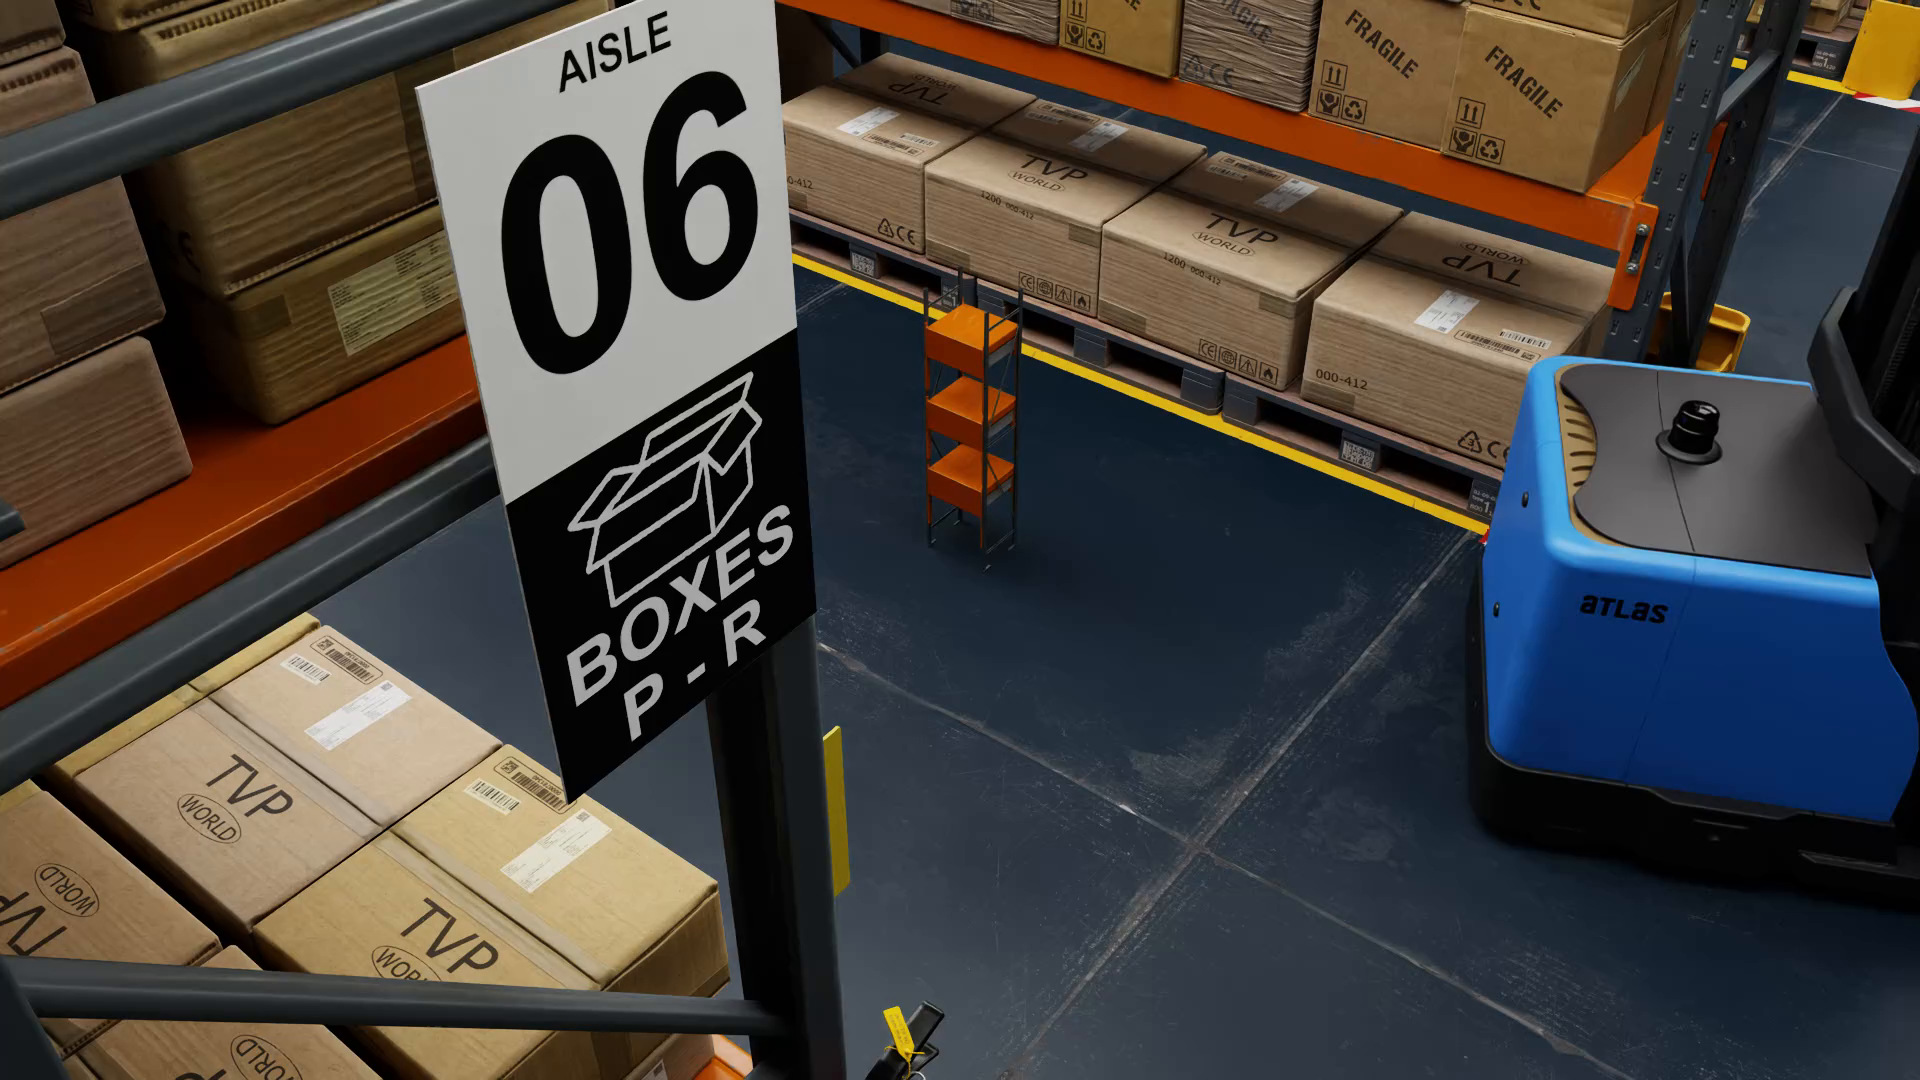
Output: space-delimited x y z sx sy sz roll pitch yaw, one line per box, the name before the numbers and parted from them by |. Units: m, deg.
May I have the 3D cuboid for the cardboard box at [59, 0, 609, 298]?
cardboard box | -0.712 -0.526 1.690 0.500 0.250 0.500 25 44 28

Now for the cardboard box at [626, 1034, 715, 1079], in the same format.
cardboard box | -0.620 0.855 2.683 0.250 0.149 0.380 25 44 28

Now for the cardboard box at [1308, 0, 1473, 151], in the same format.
cardboard box | 1.554 -1.704 5.667 0.500 0.500 0.500 24 44 28

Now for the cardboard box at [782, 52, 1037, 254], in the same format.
cardboard box | -0.256 -1.785 7.589 0.875 0.438 0.875 25 44 28

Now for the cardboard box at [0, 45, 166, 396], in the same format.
cardboard box | -1.044 -0.259 1.349 0.500 0.250 0.500 24 44 28

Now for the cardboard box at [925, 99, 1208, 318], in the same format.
cardboard box | 0.455 -1.451 7.161 0.875 0.438 0.875 24 44 27

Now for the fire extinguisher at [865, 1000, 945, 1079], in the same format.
fire extinguisher | -0.128 1.019 2.634 0.183 0.674 0.296 25 45 29

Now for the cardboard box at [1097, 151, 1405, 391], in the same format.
cardboard box | 1.170 -1.112 6.729 0.875 0.438 0.875 27 45 30

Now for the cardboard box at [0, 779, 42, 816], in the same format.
cardboard box | -1.851 0.531 2.772 0.500 0.250 0.500 27 45 30

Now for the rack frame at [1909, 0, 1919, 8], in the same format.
rack frame | 5.414 -3.880 8.527 0.127 3.000 1.000 25 45 29

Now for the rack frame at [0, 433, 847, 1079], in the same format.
rack frame | -0.525 1.013 2.277 0.127 3.000 1.000 25 45 29

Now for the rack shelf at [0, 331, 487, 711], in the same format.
rack shelf | -2.114 -0.634 2.530 4.000 0.370 1.077 25 45 29

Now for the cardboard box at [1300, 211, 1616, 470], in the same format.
cardboard box | 1.902 -0.773 6.296 0.875 0.438 0.875 24 44 27

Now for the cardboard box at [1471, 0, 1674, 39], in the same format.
cardboard box | 1.960 -1.916 5.125 0.500 0.500 0.500 27 45 30

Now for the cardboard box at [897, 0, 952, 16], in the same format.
cardboard box | -0.079 -2.462 6.634 0.500 0.500 0.500 26 45 29

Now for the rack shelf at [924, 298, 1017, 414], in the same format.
rack shelf | 0.042 -0.608 5.486 0.240 0.259 0.215 25 45 29

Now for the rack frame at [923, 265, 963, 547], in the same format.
rack frame | -0.054 -0.439 5.713 0.008 1.050 0.200 25 45 29

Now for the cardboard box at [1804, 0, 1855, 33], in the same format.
cardboard box | 4.870 -3.018 9.398 0.250 0.149 0.380 26 45 29

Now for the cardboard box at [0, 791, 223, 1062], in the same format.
cardboard box | -1.461 0.719 2.533 0.500 0.250 0.500 25 45 29

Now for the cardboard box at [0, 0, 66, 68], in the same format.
cardboard box | -1.048 -0.452 1.190 0.500 0.250 0.500 24 44 27

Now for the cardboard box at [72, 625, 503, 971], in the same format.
cardboard box | -1.123 0.465 2.858 0.500 0.250 0.500 26 45 29

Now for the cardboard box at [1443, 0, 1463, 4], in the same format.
cardboard box | 1.527 -2.097 5.357 0.500 0.500 0.500 25 45 29

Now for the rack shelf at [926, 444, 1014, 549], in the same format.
rack shelf | 0.043 -0.166 5.833 0.240 0.259 0.215 25 45 29

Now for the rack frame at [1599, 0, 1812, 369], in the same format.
rack frame | 2.487 -1.419 5.383 0.127 3.000 1.000 25 45 29

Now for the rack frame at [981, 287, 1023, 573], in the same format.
rack frame | 0.139 -0.348 5.596 0.008 1.050 0.200 25 45 29

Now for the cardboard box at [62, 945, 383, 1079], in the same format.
cardboard box | -1.052 0.913 2.285 0.500 0.250 0.500 27 45 30

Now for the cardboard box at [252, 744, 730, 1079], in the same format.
cardboard box | -0.722 0.653 2.617 0.500 0.250 0.500 25 45 29

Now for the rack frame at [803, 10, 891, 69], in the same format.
rack frame | -0.690 -2.917 7.296 0.127 3.000 1.000 25 45 29

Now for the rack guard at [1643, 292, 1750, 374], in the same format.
rack guard | 2.506 -0.425 6.142 0.348 0.500 1.175 25 45 29

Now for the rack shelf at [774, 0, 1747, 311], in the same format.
rack shelf | 0.899 -1.884 6.561 4.000 0.370 1.077 25 45 29

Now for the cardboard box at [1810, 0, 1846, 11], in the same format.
cardboard box | 4.822 -3.098 9.259 0.250 0.149 0.380 24 44 27

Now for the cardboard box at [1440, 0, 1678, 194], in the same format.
cardboard box | 1.943 -1.509 5.417 0.500 0.500 0.500 26 45 29

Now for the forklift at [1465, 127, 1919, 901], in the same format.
forklift | 3.076 -0.388 4.122 3.031 2.935 1.130 8 39 10

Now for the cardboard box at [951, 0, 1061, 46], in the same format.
cardboard box | 0.312 -2.272 6.392 0.500 0.500 0.500 26 45 29

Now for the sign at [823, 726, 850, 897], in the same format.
sign | -0.196 0.407 2.349 0.005 0.325 0.100 25 45 29

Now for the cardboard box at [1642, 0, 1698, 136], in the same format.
cardboard box | 2.281 -1.778 5.761 0.500 0.500 0.500 25 44 28

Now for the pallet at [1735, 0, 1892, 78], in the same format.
pallet | 4.730 -3.132 9.834 1.213 0.211 1.003 25 45 29

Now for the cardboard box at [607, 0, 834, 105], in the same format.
cardboard box | -1.231 -2.438 8.068 0.875 0.875 0.875 27 45 30

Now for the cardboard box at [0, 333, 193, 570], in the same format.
cardboard box | -0.920 -0.075 1.438 0.250 0.149 0.380 27 45 30

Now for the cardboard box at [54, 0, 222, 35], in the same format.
cardboard box | -0.725 -0.712 1.522 0.500 0.250 0.500 25 44 28

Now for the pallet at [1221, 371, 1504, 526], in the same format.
pallet | 1.805 -0.582 6.576 1.213 0.211 1.003 25 45 29

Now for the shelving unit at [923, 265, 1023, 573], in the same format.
shelving unit | 0.042 -0.393 5.655 0.252 1.050 0.215 25 45 29

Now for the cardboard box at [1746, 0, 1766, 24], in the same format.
cardboard box | 4.604 -3.065 9.457 0.250 0.149 0.380 27 45 30

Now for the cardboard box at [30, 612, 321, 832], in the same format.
cardboard box | -1.527 0.276 3.098 0.500 0.250 0.500 24 44 28

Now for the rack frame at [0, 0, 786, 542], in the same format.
rack frame | -0.525 -1.349 0.427 0.127 3.000 1.000 25 45 29

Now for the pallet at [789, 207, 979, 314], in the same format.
pallet | -0.133 -1.496 7.743 1.213 0.211 1.003 25 45 29

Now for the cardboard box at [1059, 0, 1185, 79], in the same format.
cardboard box | 0.721 -2.079 6.145 0.500 0.500 0.500 27 45 30

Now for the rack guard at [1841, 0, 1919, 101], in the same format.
rack guard | 5.354 -2.925 9.334 0.348 0.500 1.175 25 45 29

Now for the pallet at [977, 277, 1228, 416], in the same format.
pallet | 0.840 -1.039 7.160 1.213 0.211 1.003 25 45 29

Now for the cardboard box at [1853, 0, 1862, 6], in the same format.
cardboard box | 5.193 -3.276 9.727 0.250 0.149 0.380 26 45 29

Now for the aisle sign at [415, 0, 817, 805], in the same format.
aisle sign | -0.293 -0.129 1.626 0.004 0.787 0.394 25 45 29

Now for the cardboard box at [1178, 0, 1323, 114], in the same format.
cardboard box | 1.139 -1.892 5.906 0.500 0.500 0.500 27 45 30

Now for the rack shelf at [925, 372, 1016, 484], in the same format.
rack shelf | 0.042 -0.385 5.661 0.240 0.259 0.215 25 45 29

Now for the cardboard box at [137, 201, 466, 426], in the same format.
cardboard box | -0.637 -0.302 1.727 0.250 0.149 0.380 26 45 29
